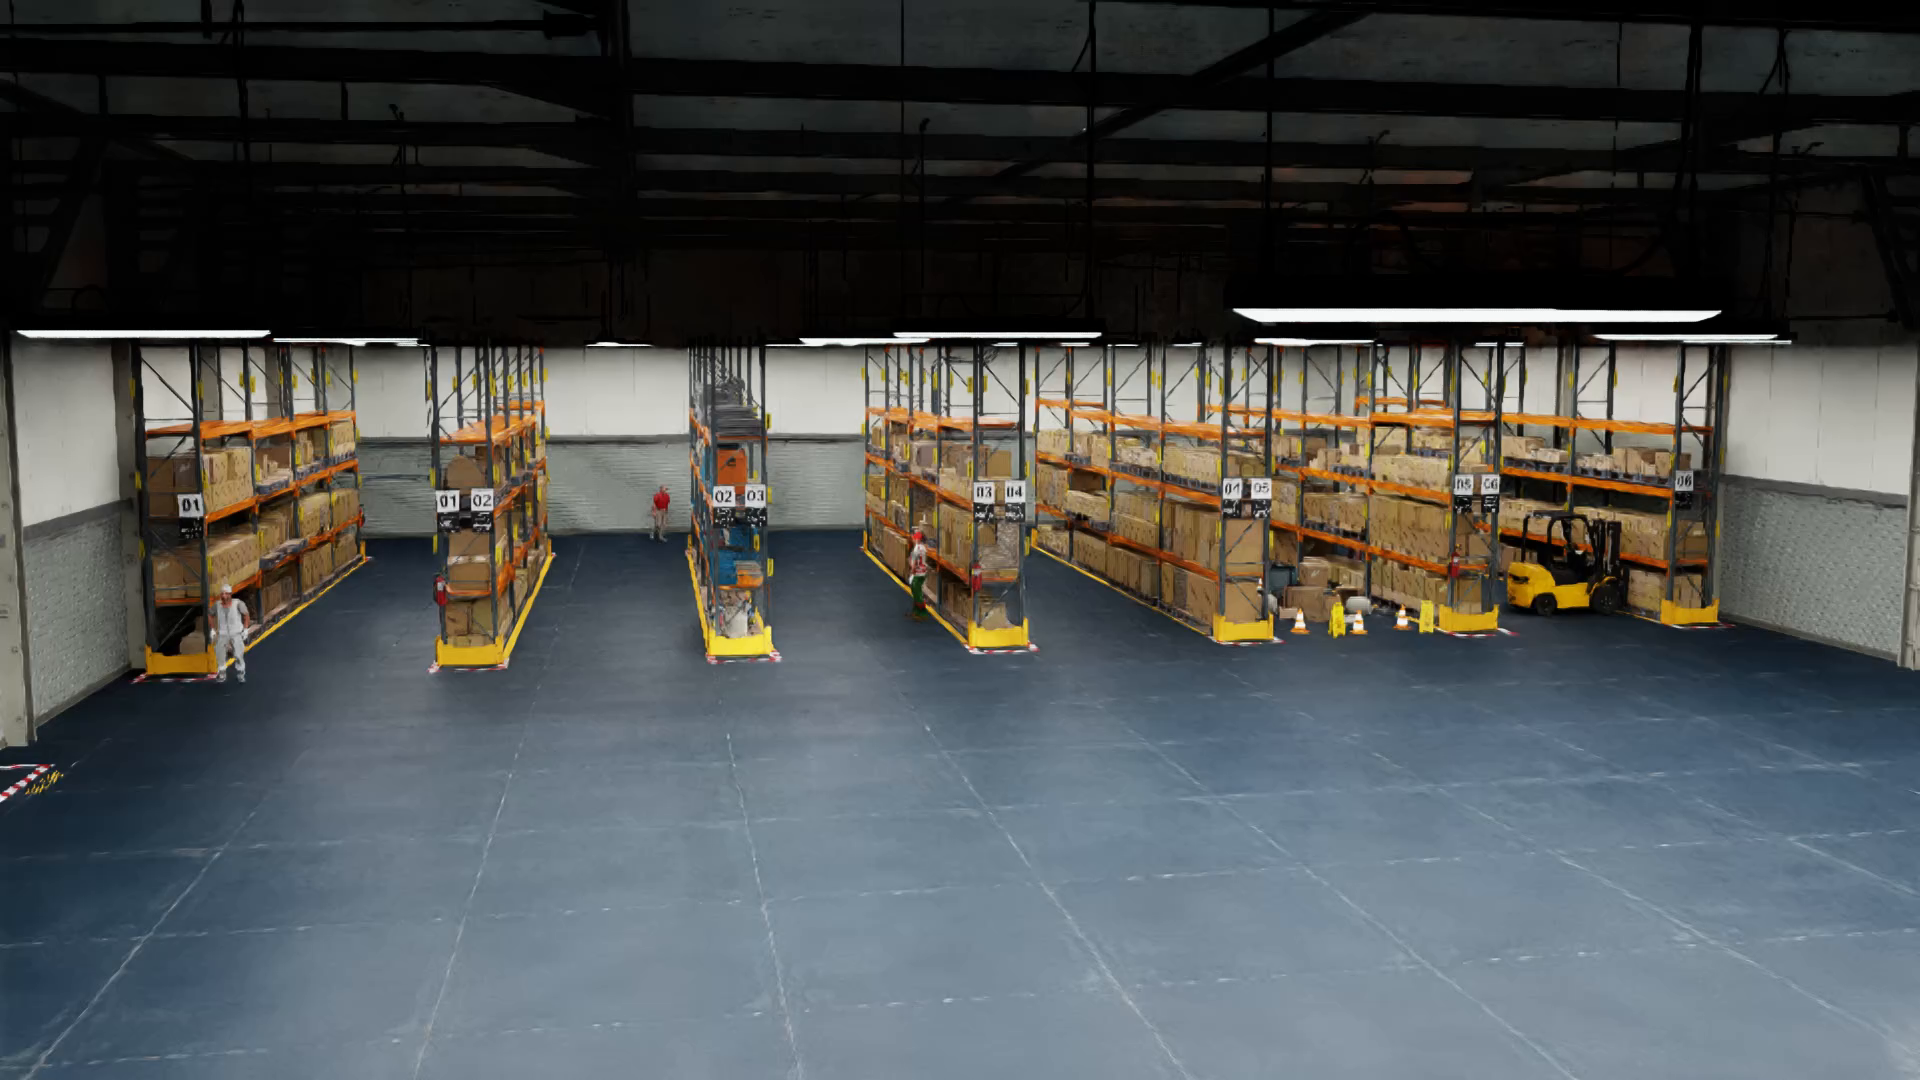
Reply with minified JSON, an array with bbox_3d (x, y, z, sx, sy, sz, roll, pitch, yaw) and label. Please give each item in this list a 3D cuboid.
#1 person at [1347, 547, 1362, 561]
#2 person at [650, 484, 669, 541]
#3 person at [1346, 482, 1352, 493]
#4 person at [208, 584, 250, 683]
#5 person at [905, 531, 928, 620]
[{"bbox_3d":[10.495,-0.218,44.496,0.565,1.668,0.559,2,7,19],"label":"person"},{"bbox_3d":[-8.987,-0.821,49.727,0.550,1.719,0.598,6,9,42],"label":"person"},{"bbox_3d":[12.280,-1.037,51.679,0.455,1.671,0.687,-6,9,-43],"label":"person"},{"bbox_3d":[-12.521,1.608,28.492,0.677,1.742,0.552,-1,7,-11],"label":"person"},{"bbox_3d":[-0.872,0.701,33.665,0.552,1.770,0.646,2,7,17],"label":"person"}]
